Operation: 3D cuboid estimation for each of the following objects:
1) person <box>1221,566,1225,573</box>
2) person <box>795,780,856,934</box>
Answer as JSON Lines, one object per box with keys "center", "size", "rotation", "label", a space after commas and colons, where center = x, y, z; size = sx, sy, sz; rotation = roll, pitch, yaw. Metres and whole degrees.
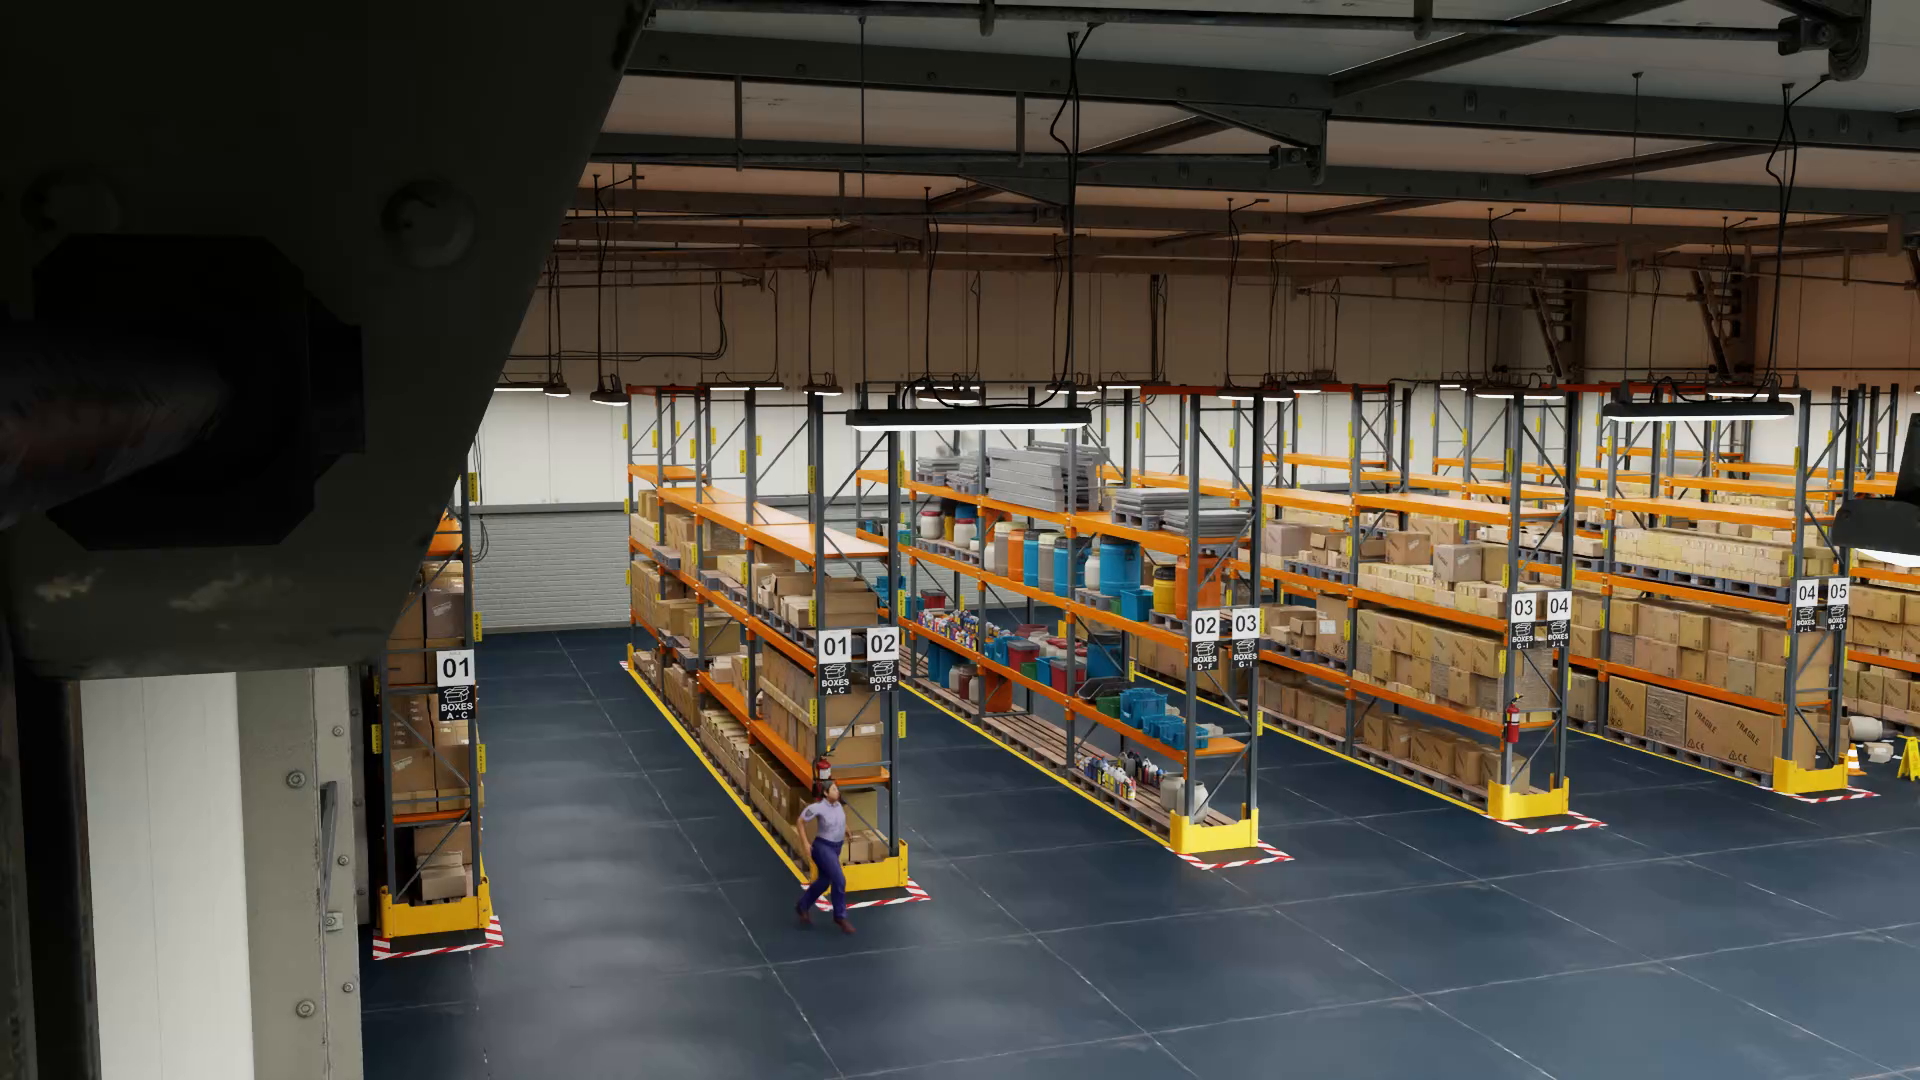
{"center": [6.285, 1.357, 40.507], "size": [0.825, 1.586, 0.559], "rotation": [-4, 7, -31], "label": "person"}
{"center": [-1.469, 3.569, 18.928], "size": [0.837, 1.632, 0.608], "rotation": [3, 7, 26], "label": "person"}
